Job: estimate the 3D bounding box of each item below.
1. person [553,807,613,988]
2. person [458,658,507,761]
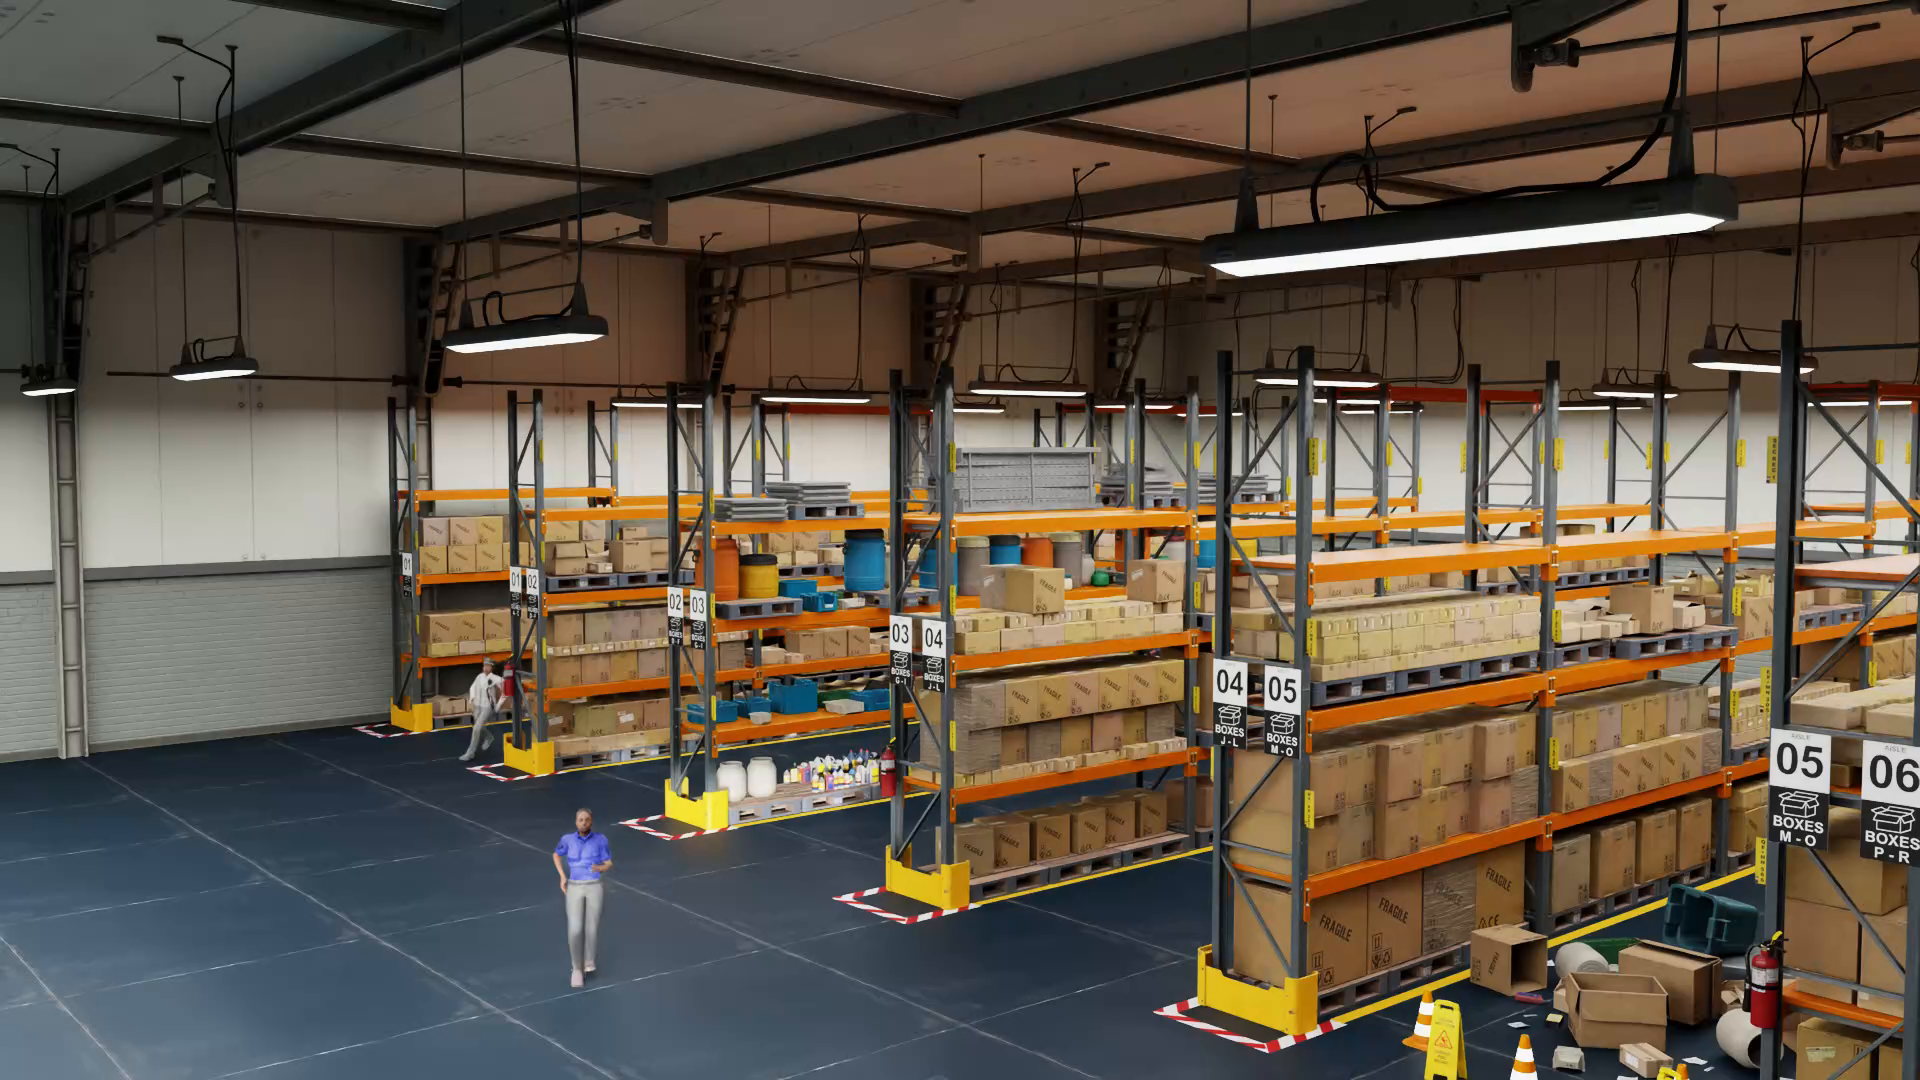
[{"bbox_3d":[-3.601,3.416,15.926,0.553,1.703,0.688,-1,3,-15],"label":"person"},{"bbox_3d":[-7.762,2.738,27.224,0.674,1.654,0.901,1,4,23],"label":"person"}]
